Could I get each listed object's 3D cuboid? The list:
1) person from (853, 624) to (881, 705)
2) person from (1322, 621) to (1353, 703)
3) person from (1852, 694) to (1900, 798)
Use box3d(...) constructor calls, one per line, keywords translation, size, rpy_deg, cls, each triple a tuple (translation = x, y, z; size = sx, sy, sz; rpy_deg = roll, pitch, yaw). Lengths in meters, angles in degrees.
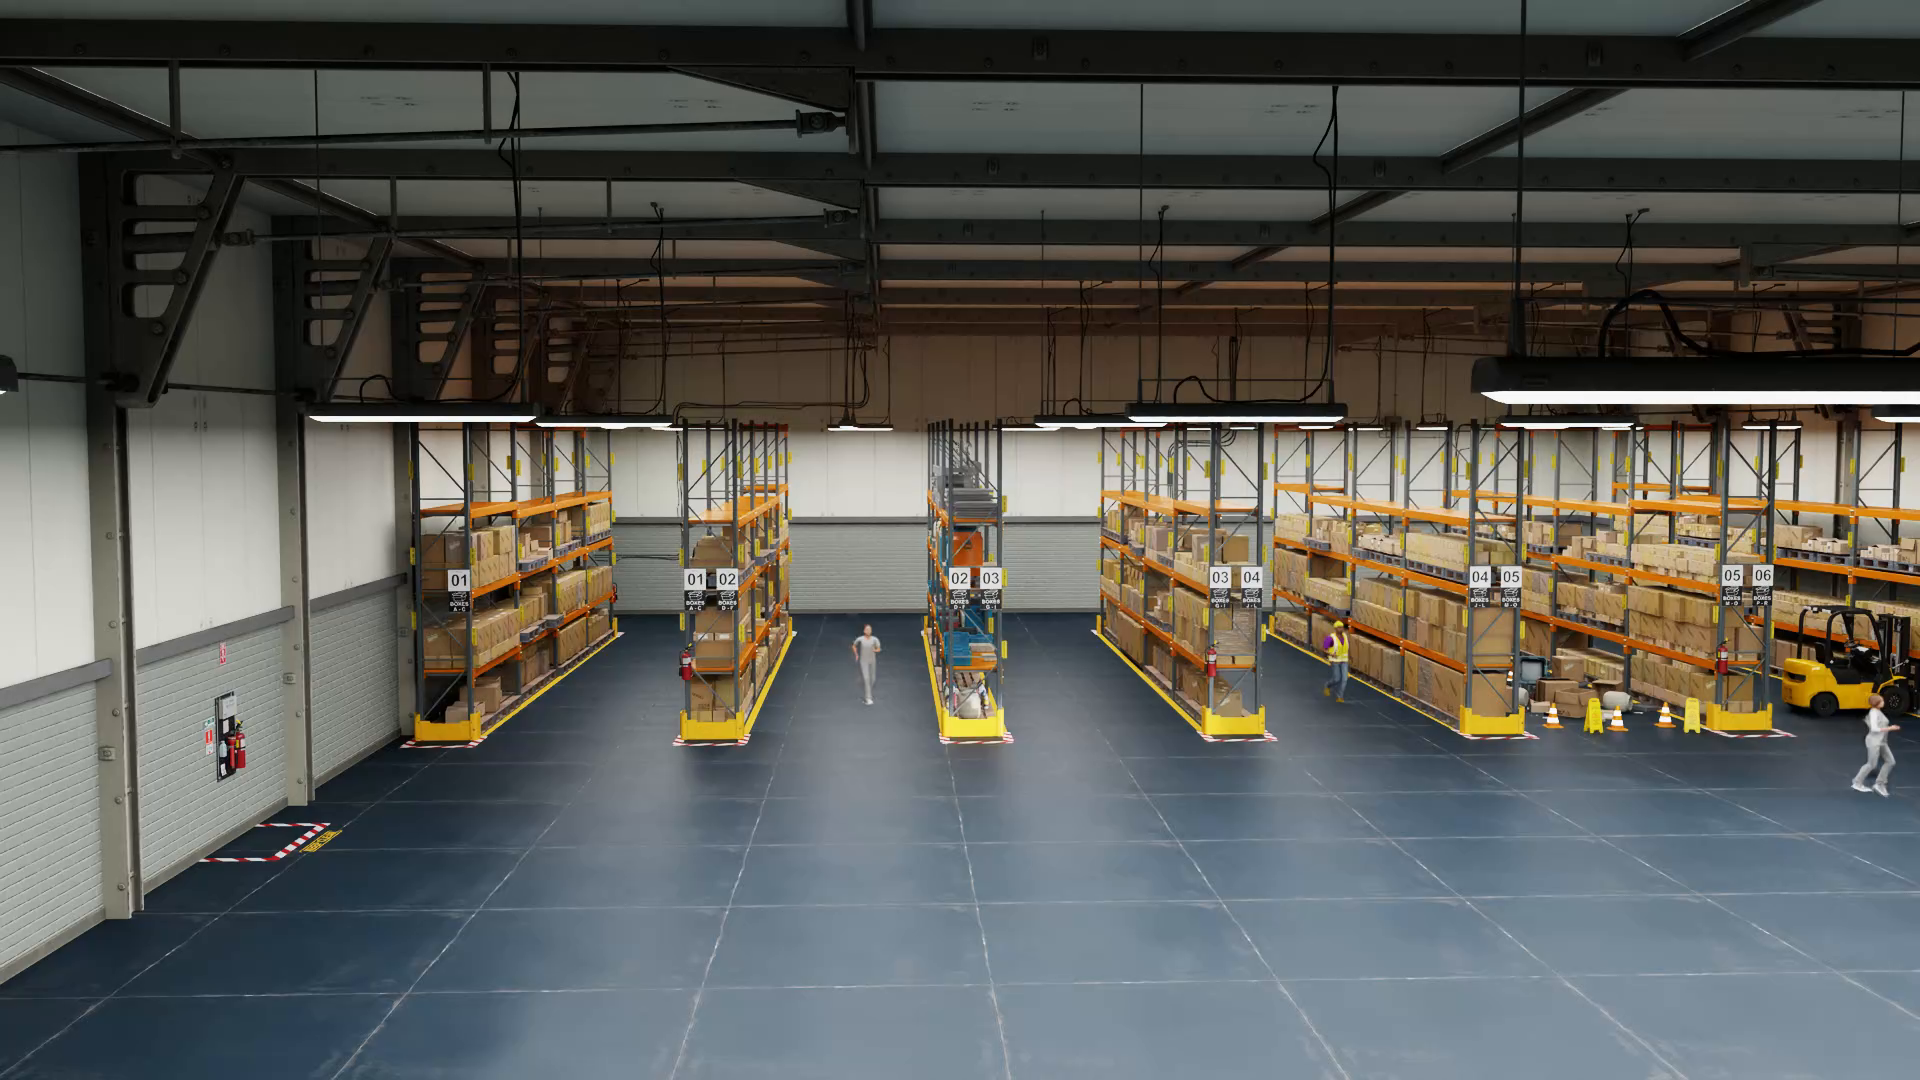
box3d(translation=(-1.957, 2.605, 35.278), size=(0.565, 1.652, 0.970), rpy_deg=(-1, 4, -16), cls="person")
box3d(translation=(8.050, 2.587, 35.470), size=(0.704, 1.724, 0.668), rpy_deg=(-1, 4, -18), cls="person")
box3d(translation=(14.459, 3.247, 26.221), size=(0.660, 1.632, 0.514), rpy_deg=(4, 5, 44), cls="person")
